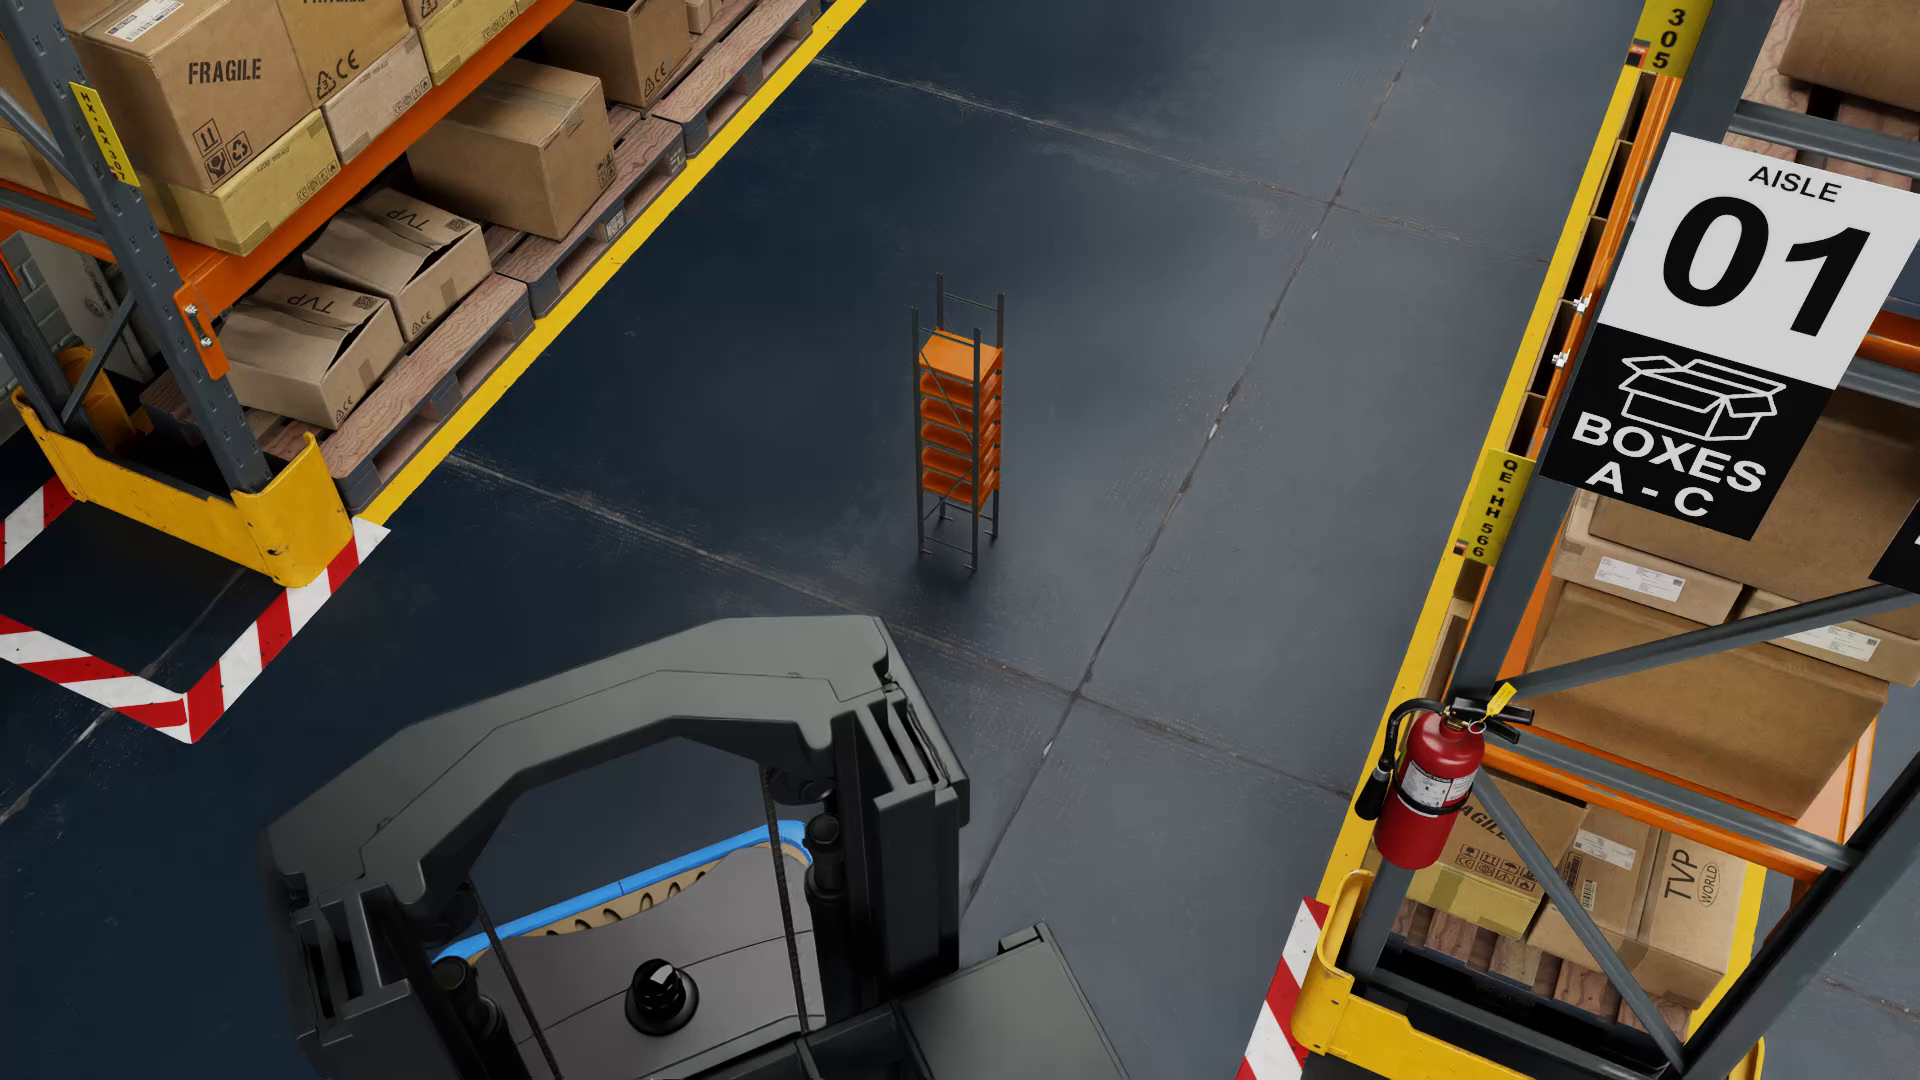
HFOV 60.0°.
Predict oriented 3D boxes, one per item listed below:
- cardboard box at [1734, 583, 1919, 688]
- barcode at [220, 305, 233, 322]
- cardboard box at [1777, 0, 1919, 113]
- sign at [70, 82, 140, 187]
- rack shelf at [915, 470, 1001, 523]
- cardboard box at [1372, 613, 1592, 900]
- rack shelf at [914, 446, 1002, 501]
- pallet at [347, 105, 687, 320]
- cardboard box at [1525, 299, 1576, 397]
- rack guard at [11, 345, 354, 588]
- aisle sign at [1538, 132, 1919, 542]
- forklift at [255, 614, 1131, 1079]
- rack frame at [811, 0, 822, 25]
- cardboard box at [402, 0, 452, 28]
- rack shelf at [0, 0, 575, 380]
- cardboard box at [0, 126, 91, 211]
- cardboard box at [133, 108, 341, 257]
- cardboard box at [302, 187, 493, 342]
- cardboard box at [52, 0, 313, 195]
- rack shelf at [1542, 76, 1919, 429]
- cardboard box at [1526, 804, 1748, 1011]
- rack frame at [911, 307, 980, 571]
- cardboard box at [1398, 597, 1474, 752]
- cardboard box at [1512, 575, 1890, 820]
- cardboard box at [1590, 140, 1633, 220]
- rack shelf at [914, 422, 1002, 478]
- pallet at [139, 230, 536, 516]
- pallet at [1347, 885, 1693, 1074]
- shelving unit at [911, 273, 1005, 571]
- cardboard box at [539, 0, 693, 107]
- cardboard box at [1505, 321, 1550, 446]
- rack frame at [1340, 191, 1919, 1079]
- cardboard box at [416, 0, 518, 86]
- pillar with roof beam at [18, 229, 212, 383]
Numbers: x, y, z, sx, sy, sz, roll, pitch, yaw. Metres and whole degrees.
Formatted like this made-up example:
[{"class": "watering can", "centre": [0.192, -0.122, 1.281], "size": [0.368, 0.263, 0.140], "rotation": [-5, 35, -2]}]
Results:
[{"class": "cardboard box", "centre": [1.945, 0.133, 3.676], "size": [0.380, 0.149, 0.250], "rotation": [19, 52, 16]}, {"class": "barcode", "centre": [-2.874, -0.898, 6.515], "size": [0.001, 0.075, 0.075], "rotation": [20, 52, 16]}, {"class": "cardboard box", "centre": [1.832, -1.006, 2.731], "size": [0.797, 0.503, 0.637], "rotation": [23, 53, 18]}, {"class": "sign", "centre": [-2.407, -1.138, 4.680], "size": [0.100, 0.325, 0.005], "rotation": [20, 52, 16]}, {"class": "rack shelf", "centre": [-0.006, -0.195, 6.001], "size": [0.258, 0.103, 0.180], "rotation": [20, 52, 16]}, {"class": "cardboard box", "centre": [1.543, 0.621, 4.789], "size": [0.500, 0.500, 0.500], "rotation": [20, 52, 16]}, {"class": "rack shelf", "centre": [-0.006, -0.272, 5.910], "size": [0.258, 0.103, 0.180], "rotation": [20, 52, 16]}, {"class": "pallet", "centre": [-1.963, -1.567, 7.445], "size": [1.003, 0.211, 1.213], "rotation": [20, 52, 16]}, {"class": "cardboard box", "centre": [2.172, -0.416, 5.672], "size": [0.500, 0.500, 0.500], "rotation": [20, 52, 16]}, {"class": "rack guard", "centre": [-2.865, -0.276, 6.157], "size": [1.175, 0.500, 0.348], "rotation": [20, 52, 16]}, {"class": "aisle sign", "centre": [1.289, -0.317, 2.844], "size": [0.394, 0.787, 0.004], "rotation": [20, 52, 16]}, {"class": "forklift", "centre": [-0.236, 1.618, 2.949], "size": [1.130, 2.935, 3.031], "rotation": [-19, 52, -16]}, {"class": "rack frame", "centre": [-1.189, -3.788, 7.504], "size": [1.000, 3.000, 0.127], "rotation": [20, 52, 16]}, {"class": "cardboard box", "centre": [-1.975, -2.156, 5.708], "size": [0.500, 0.500, 0.500], "rotation": [18, 52, 15]}, {"class": "rack shelf", "centre": [-2.043, -2.178, 6.606], "size": [1.077, 0.370, 4.000], "rotation": [20, 52, 16]}, {"class": "cardboard box", "centre": [-2.873, -1.377, 5.537], "size": [0.500, 0.250, 0.500], "rotation": [20, 53, 17]}, {"class": "cardboard box", "centre": [-2.402, -1.224, 5.408], "size": [0.500, 0.250, 0.500], "rotation": [18, 52, 15]}, {"class": "cardboard box", "centre": [-2.277, -1.145, 6.731], "size": [0.500, 0.311, 0.500], "rotation": [24, 54, 19]}, {"class": "cardboard box", "centre": [-2.422, -1.466, 5.121], "size": [0.500, 0.500, 0.500], "rotation": [20, 52, 16]}, {"class": "rack shelf", "centre": [2.437, -1.541, 4.094], "size": [1.077, 0.370, 4.000], "rotation": [20, 52, 16]}, {"class": "cardboard box", "centre": [2.013, 1.033, 4.931], "size": [0.500, 0.250, 0.500], "rotation": [20, 52, 16]}, {"class": "rack frame", "centre": [-0.045, -0.316, 5.731], "size": [0.240, 1.200, 0.006], "rotation": [20, 52, 16]}, {"class": "cardboard box", "centre": [1.748, 0.517, 5.370], "size": [0.500, 0.250, 0.500], "rotation": [20, 52, 16]}, {"class": "cardboard box", "centre": [1.794, 0.226, 4.023], "size": [0.700, 0.500, 0.500], "rotation": [20, 52, 16]}, {"class": "cardboard box", "centre": [2.604, -1.103, 6.256], "size": [0.500, 0.500, 0.500], "rotation": [20, 52, 16]}, {"class": "rack shelf", "centre": [-0.006, -0.350, 5.818], "size": [0.258, 0.103, 0.180], "rotation": [20, 52, 16]}, {"class": "pallet", "centre": [-2.486, -0.730, 6.733], "size": [1.003, 0.211, 1.213], "rotation": [20, 52, 16]}, {"class": "pallet", "centre": [1.872, 0.939, 5.312], "size": [1.003, 0.211, 1.213], "rotation": [20, 52, 16]}, {"class": "shelving unit", "centre": [-0.006, -0.379, 5.785], "size": [0.258, 1.200, 0.189], "rotation": [20, 52, 16]}, {"class": "cardboard box", "centre": [-1.596, -2.393, 7.669], "size": [0.500, 0.500, 0.500], "rotation": [16, 52, 13]}, {"class": "cardboard box", "centre": [2.383, -0.518, 6.251], "size": [0.500, 0.250, 0.500], "rotation": [20, 52, 16]}, {"class": "rack frame", "centre": [1.583, 0.575, 3.791], "size": [1.000, 3.000, 0.127], "rotation": [20, 52, 16]}, {"class": "cardboard box", "centre": [-1.970, -1.935, 6.013], "size": [0.500, 0.250, 0.500], "rotation": [19, 52, 16]}, {"class": "pillar with roof beam", "centre": [0.512, -2.341, 2.333], "size": [9.100, 9.000, 0.400], "rotation": [20, 52, 16]}]
